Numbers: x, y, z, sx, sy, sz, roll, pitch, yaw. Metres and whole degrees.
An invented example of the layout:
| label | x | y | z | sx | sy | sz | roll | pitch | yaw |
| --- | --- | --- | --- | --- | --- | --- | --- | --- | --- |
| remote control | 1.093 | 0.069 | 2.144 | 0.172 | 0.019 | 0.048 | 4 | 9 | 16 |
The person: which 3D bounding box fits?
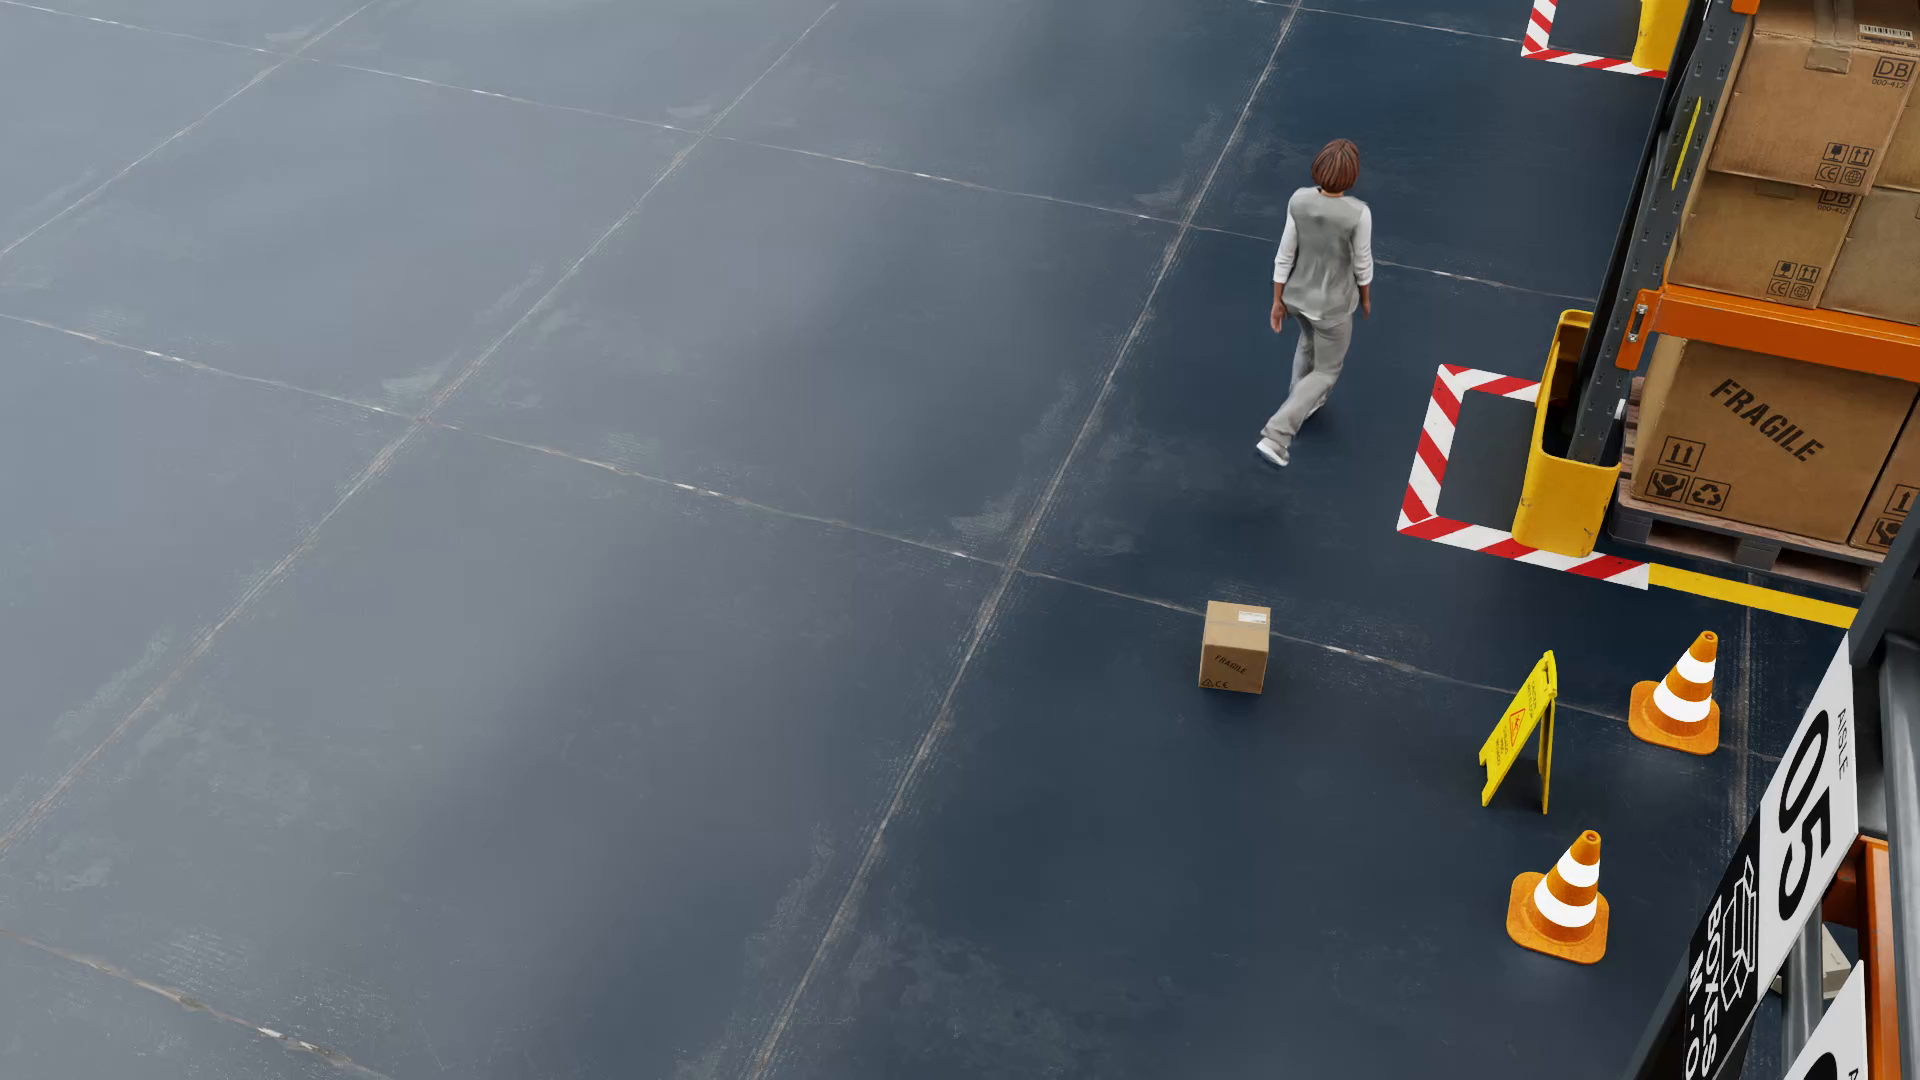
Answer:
| label | x | y | z | sx | sy | sz | roll | pitch | yaw |
| --- | --- | --- | --- | --- | --- | --- | --- | --- | --- |
| person | 1.558 | -1.036 | 7.303 | 0.398 | 1.560 | 0.828 | 29 | 49 | 28 |
